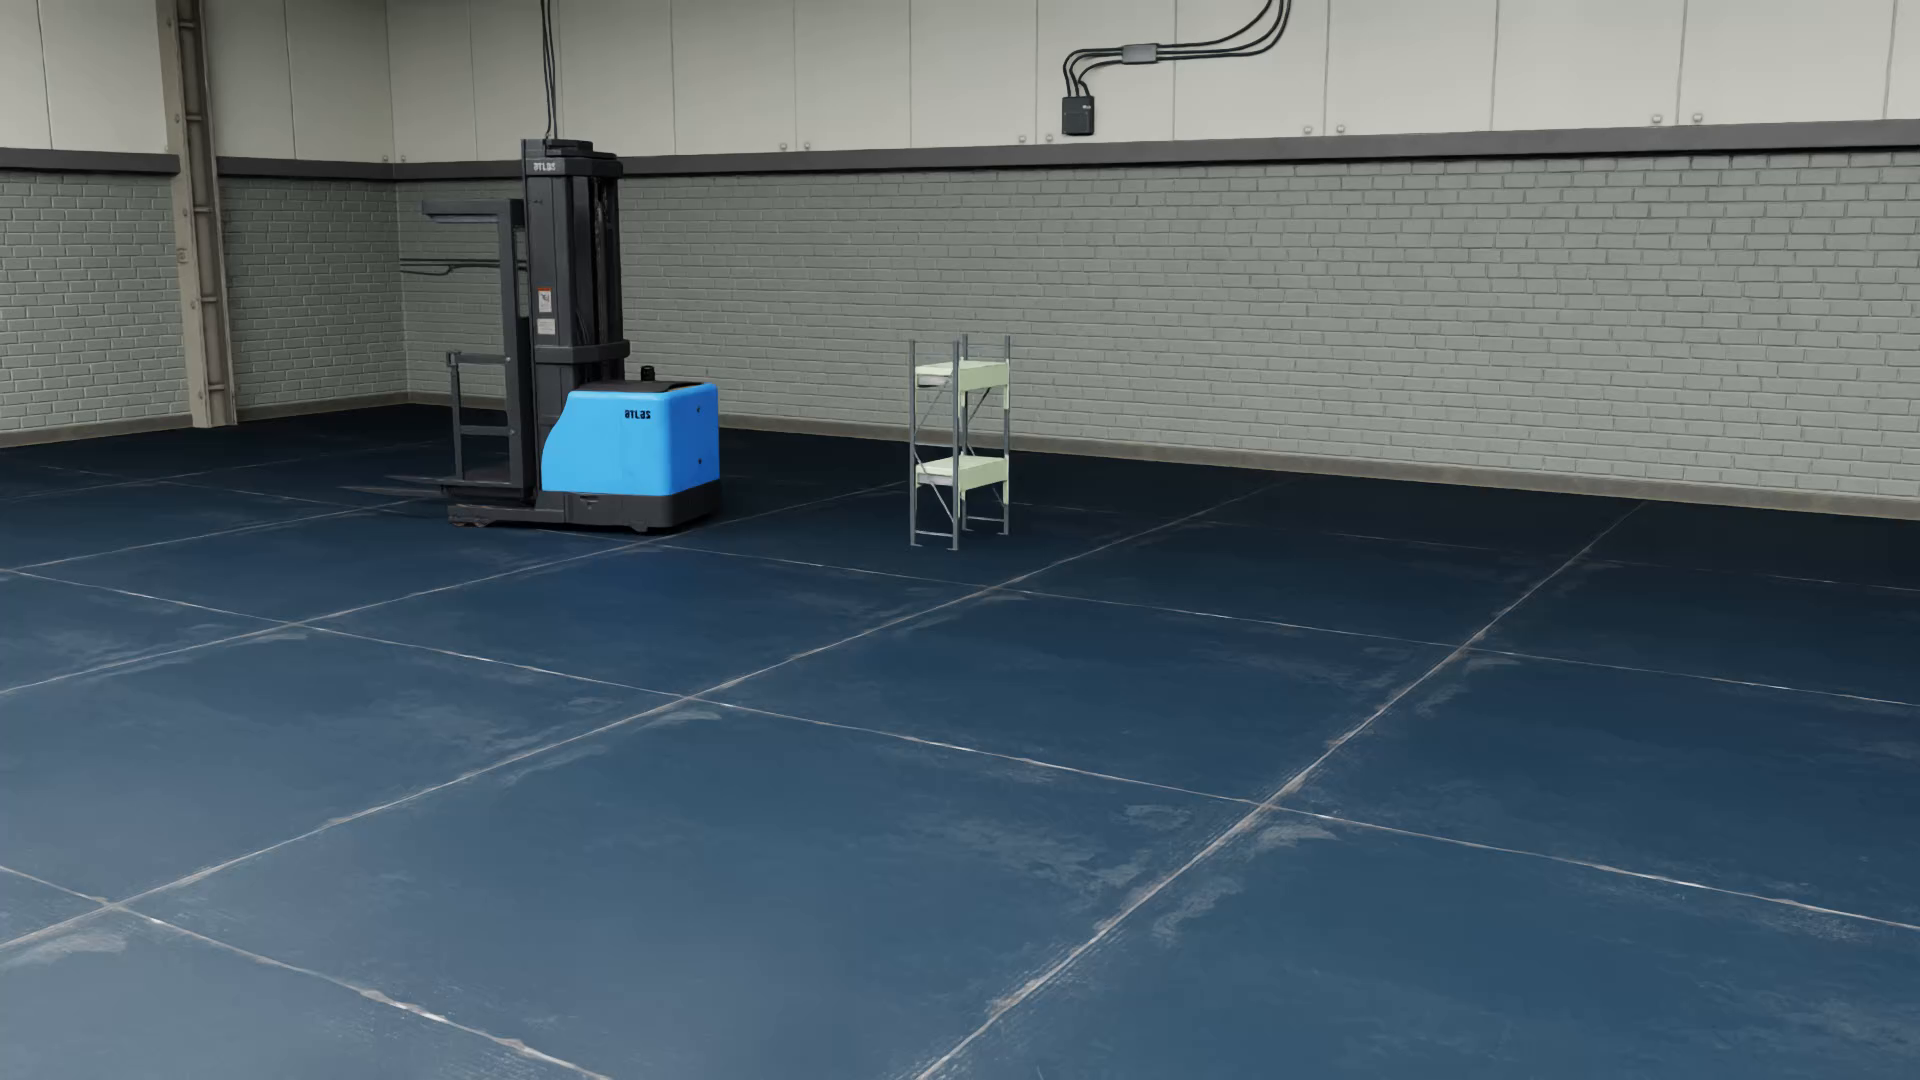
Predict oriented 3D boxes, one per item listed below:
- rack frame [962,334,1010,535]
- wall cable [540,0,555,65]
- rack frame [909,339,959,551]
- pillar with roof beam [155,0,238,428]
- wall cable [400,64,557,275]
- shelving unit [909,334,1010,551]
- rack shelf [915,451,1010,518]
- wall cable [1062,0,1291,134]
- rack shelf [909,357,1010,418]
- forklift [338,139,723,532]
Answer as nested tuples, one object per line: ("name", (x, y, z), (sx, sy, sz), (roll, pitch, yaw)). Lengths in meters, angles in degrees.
("rack frame", (0.193, -0.796, 12.544), (0.400, 1.500, 0.023), (6, 12, 31))
("wall cable", (-3.784, -6.800, 18.949), (3.097, 2.526, 0.112), (6, 12, 31))
("rack frame", (-0.187, -0.681, 11.929), (0.400, 1.500, 0.023), (6, 12, 31))
("pillar with roof beam", (-5.077, -5.354, 16.511), (9.100, 9.000, 0.400), (6, 12, 31))
("wall cable", (-6.096, -4.576, 20.794), (3.097, 2.526, 0.112), (6, 12, 31))
("shelving unit", (0.003, -0.738, 12.236), (0.431, 1.500, 0.755), (6, 12, 31))
("rack shelf", (0.003, -0.418, 12.296), (0.431, 0.370, 0.720), (6, 12, 31))
("wall cable", (2.009, -6.864, 15.337), (2.305, 6.003, 0.169), (6, 12, 31))
("rack shelf", (0.003, -1.122, 12.164), (0.431, 0.370, 0.720), (6, 12, 31))
("forklift", (-3.484, -1.629, 13.104), (3.031, 2.935, 1.130), (3, 11, 16))
